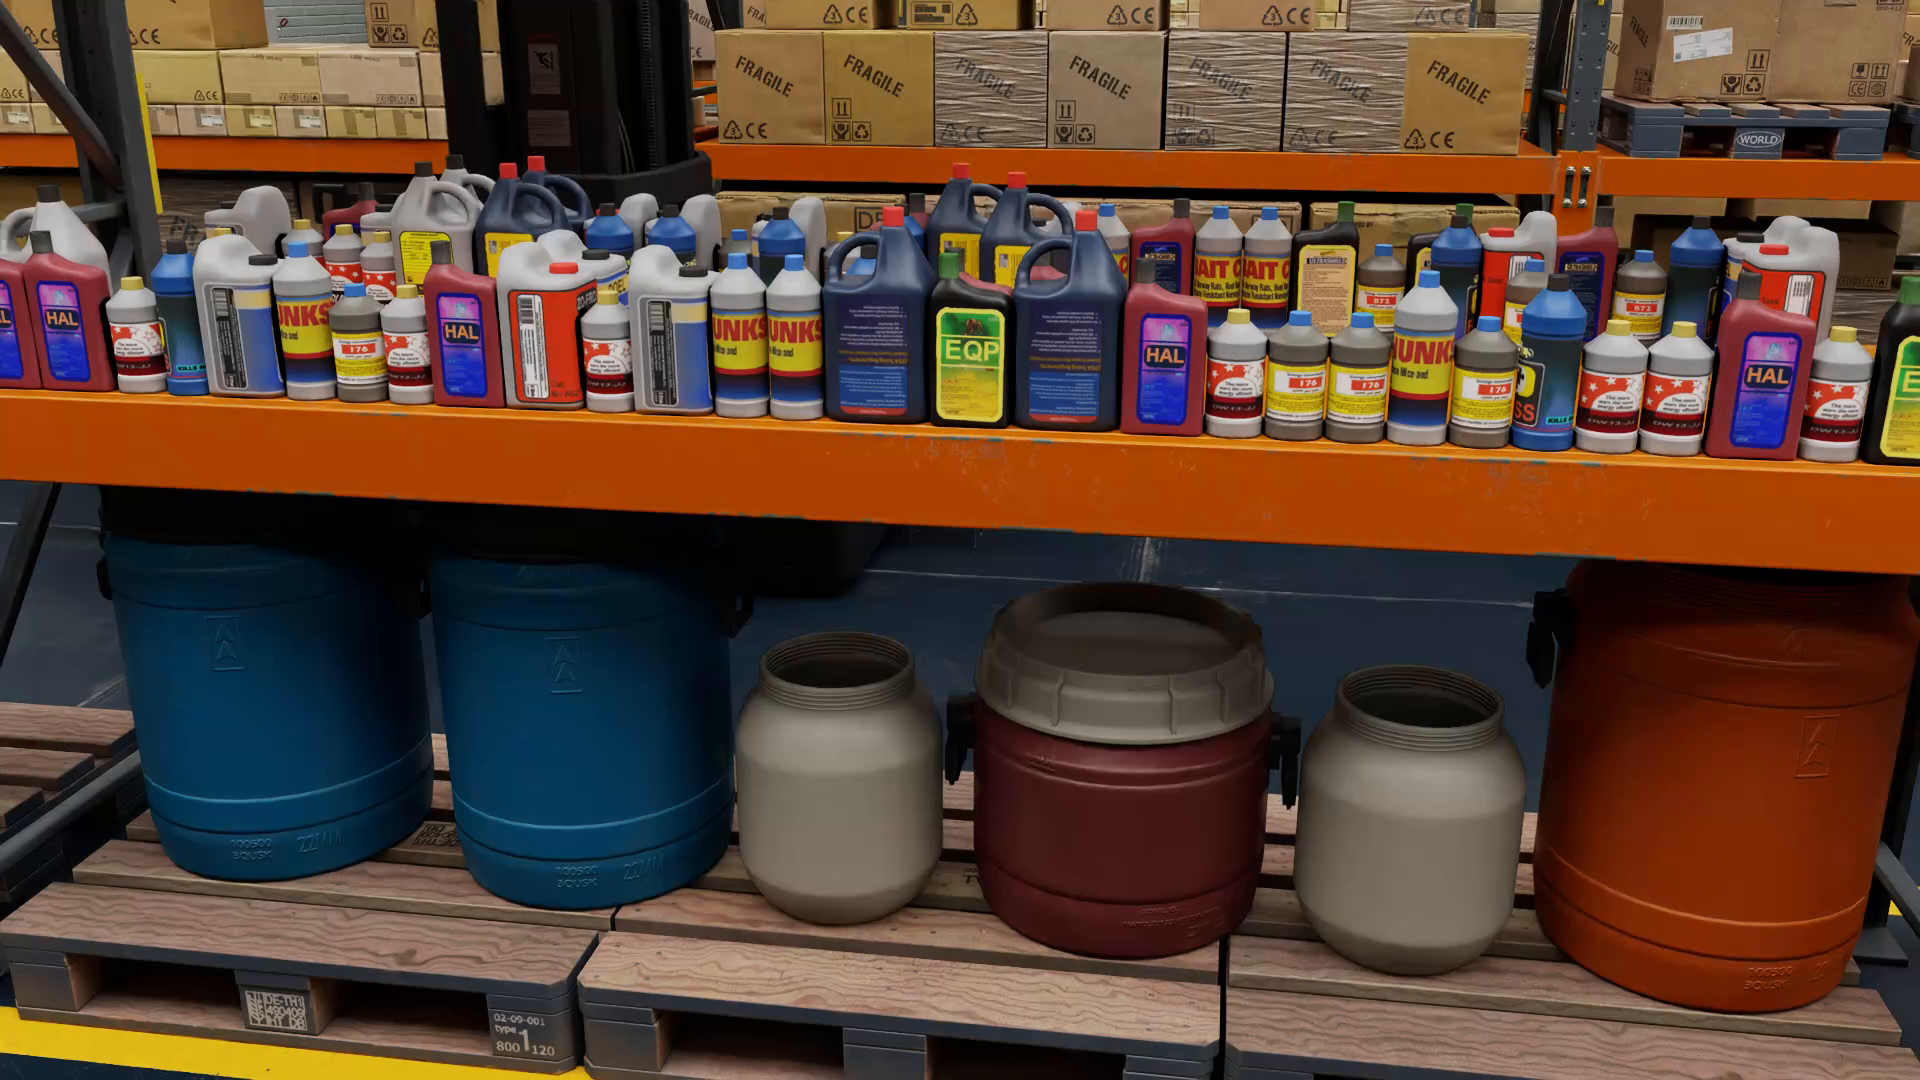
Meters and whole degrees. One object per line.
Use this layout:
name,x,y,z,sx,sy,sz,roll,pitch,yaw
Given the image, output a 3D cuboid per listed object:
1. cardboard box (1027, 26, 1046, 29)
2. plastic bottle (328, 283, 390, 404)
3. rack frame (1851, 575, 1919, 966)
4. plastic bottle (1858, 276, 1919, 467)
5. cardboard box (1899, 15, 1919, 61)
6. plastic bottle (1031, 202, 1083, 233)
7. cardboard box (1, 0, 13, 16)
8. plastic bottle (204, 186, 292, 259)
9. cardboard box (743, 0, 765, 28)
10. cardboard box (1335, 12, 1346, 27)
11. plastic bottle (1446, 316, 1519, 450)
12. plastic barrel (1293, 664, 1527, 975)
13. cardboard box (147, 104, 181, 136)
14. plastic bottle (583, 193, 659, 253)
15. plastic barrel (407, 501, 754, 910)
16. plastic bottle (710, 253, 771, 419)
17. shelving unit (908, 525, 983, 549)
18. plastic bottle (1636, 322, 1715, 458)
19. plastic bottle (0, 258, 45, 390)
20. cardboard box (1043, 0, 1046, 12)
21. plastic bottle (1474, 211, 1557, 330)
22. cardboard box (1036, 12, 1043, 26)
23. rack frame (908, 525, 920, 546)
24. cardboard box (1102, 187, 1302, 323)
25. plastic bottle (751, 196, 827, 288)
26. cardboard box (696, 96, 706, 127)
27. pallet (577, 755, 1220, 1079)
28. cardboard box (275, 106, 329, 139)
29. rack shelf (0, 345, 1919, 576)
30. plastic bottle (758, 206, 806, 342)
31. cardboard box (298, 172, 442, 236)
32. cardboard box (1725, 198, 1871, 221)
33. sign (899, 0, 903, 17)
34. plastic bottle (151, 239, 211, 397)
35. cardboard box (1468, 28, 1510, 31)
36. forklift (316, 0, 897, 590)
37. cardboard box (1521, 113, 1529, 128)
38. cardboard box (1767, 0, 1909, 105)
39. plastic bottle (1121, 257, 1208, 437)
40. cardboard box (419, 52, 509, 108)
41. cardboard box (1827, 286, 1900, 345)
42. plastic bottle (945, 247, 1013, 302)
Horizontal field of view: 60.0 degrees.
cardboard box,0.273,-2.235,8.097,0.500,0.500,0.500,3,19,8
plastic bottle,-1.058,-0.350,2.936,0.097,0.201,0.097,0,18,0
rack frame,1.927,-0.424,2.842,0.127,3.000,1.000,3,19,9
plastic bottle,1.460,-0.255,2.521,0.133,0.283,0.061,3,19,9
cardboard box,6.492,-3.338,11.395,0.500,0.500,0.500,3,19,8
plastic bottle,0.182,-0.558,3.438,0.135,0.276,0.152,3,19,9
cardboard box,-4.663,-2.861,8.713,0.500,0.500,0.500,3,19,9
plastic bottle,-1.582,-0.647,3.706,0.135,0.276,0.152,3,19,9
cardboard box,-1.385,-3.876,12.534,0.500,0.500,0.500,2,19,7
cardboard box,2.776,-3.640,11.721,0.250,0.149,0.380,4,19,11
plastic bottle,0.833,-0.254,2.648,0.097,0.201,0.097,0,18,0
plastic barrel,0.870,0.537,3.229,0.421,0.512,0.421,0,18,0
cardboard box,-3.873,-2.086,8.207,0.250,0.149,0.380,3,19,8
plastic bottle,-0.723,-0.604,3.575,0.135,0.276,0.152,3,19,9
plastic barrel,-0.788,0.239,3.505,0.708,0.901,0.600,3,19,9
plastic bottle,-0.372,-0.348,2.820,0.097,0.271,0.097,0,18,0
shelving unit,-0.053,-0.501,6.145,0.252,1.050,0.215,3,19,9
plastic bottle,1.121,-0.239,2.604,0.097,0.201,0.097,0,18,0
plastic bottle,-1.728,-0.417,3.007,0.133,0.283,0.061,3,19,9
cardboard box,0.741,-3.884,11.982,0.250,0.149,0.380,3,19,8
plastic bottle,1.095,-0.511,3.299,0.135,0.276,0.152,3,19,9
cardboard box,0.477,-3.757,12.070,0.250,0.149,0.380,3,19,10
rack frame,-0.173,-0.507,6.163,0.008,1.050,0.200,3,19,9
cardboard box,1.156,-1.255,8.014,0.875,0.875,1.225,3,19,9
plastic bottle,-0.361,-0.585,3.520,0.135,0.276,0.152,3,19,9
cardboard box,-1.476,-2.177,8.477,0.250,0.149,0.380,3,19,9
pallet,-0.059,0.810,3.549,1.213,0.211,1.003,3,19,9
cardboard box,-3.109,-2.048,8.092,0.250,0.149,0.380,3,19,10
rack shelf,-0.047,-0.183,3.257,4.000,0.370,1.077,3,19,9
plastic bottle,-0.362,-0.543,3.402,0.097,0.271,0.097,0,18,0
cardboard box,-2.764,-1.472,8.661,0.875,0.875,0.875,3,19,9
cardboard box,5.970,-2.508,11.955,0.750,0.750,1.050,3,19,9
sign,-0.428,-3.966,12.063,0.005,0.325,0.100,3,19,9
plastic bottle,-1.383,-0.400,2.974,0.097,0.271,0.097,0,18,0
cardboard box,2.276,-2.132,7.791,0.500,0.500,0.500,3,19,10
forklift,-1.746,-1.427,5.950,3.031,2.935,1.130,3,19,10
cardboard box,6.993,-5.608,21.418,0.625,0.625,0.875,2,19,6
cardboard box,3.820,-2.210,7.363,0.500,0.500,0.700,6,19,17
plastic bottle,0.332,-0.312,2.693,0.133,0.283,0.061,3,19,9
cardboard box,-2.225,-2.212,7.954,0.500,0.250,0.500,3,19,10
cardboard box,3.927,-0.947,7.652,0.500,0.500,0.700,1,19,4
plastic bottle,0.027,-0.348,2.798,0.133,0.283,0.061,3,19,9
